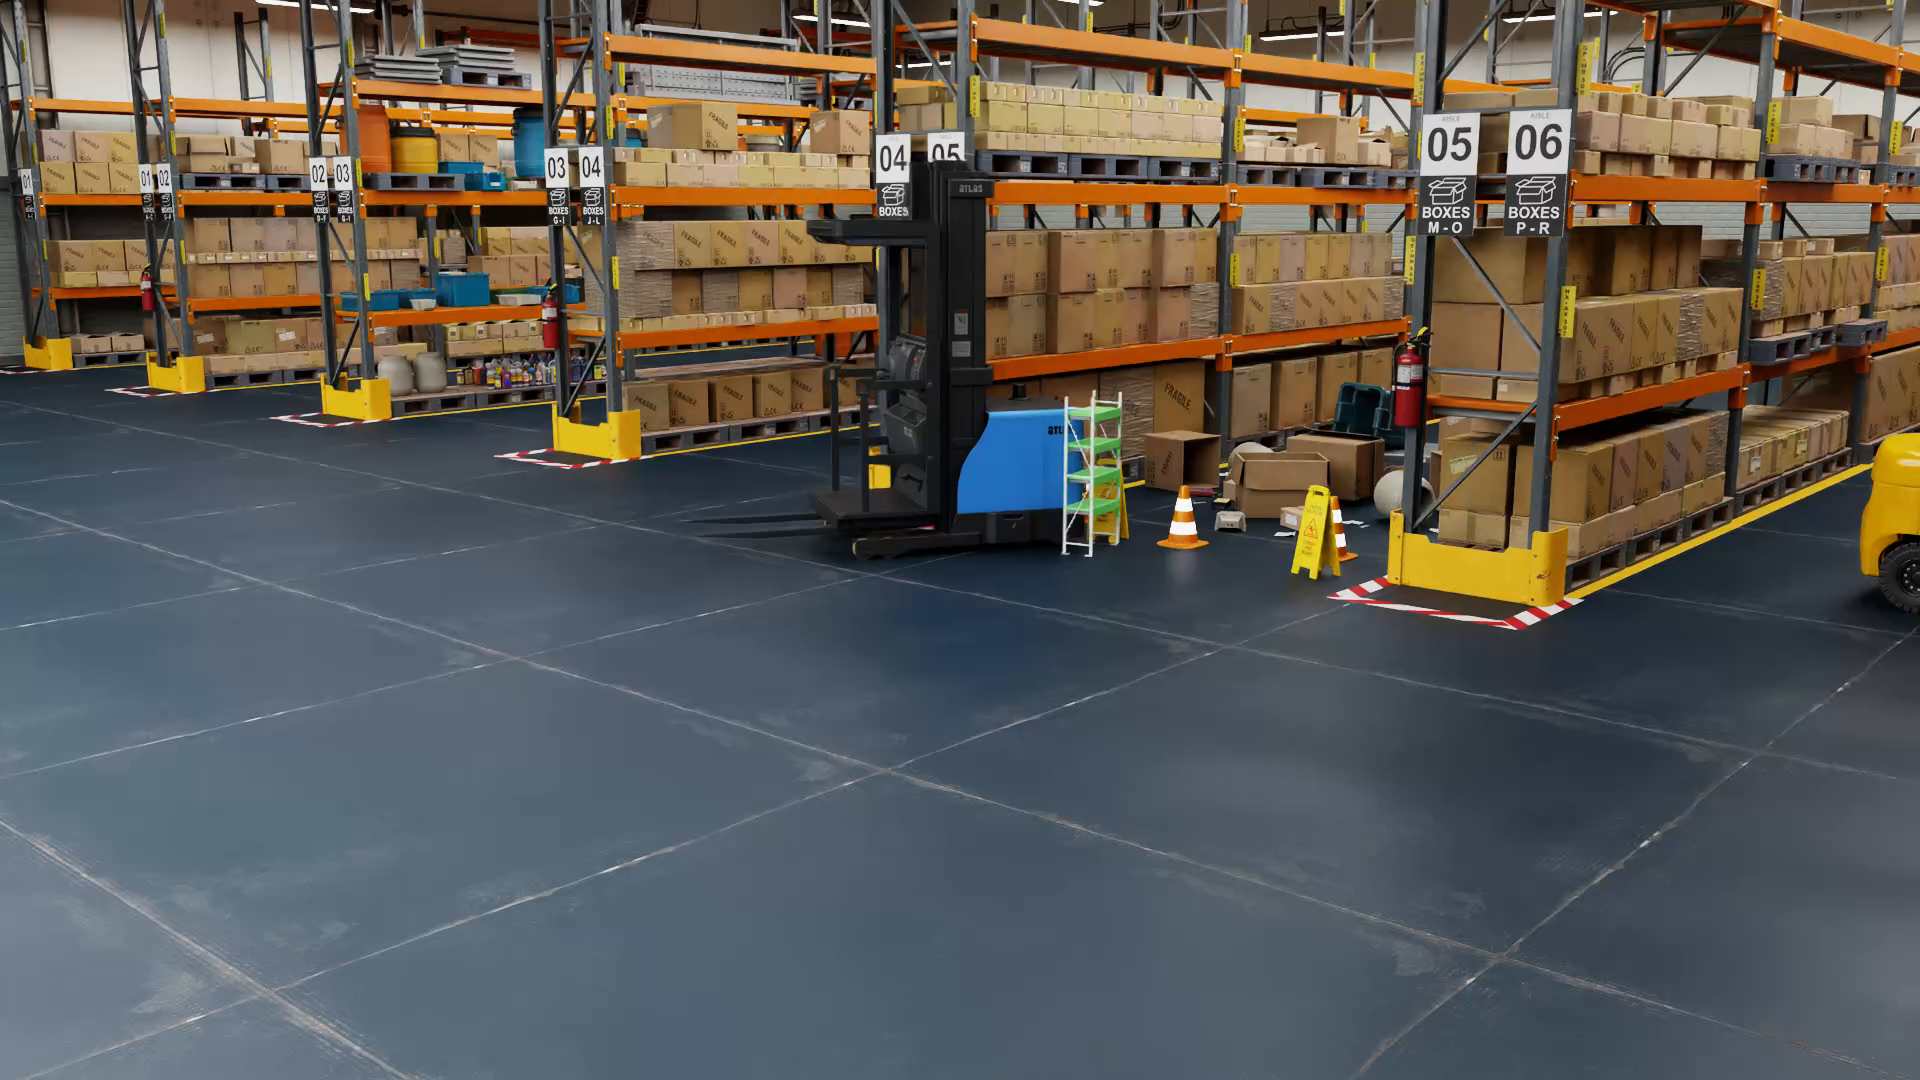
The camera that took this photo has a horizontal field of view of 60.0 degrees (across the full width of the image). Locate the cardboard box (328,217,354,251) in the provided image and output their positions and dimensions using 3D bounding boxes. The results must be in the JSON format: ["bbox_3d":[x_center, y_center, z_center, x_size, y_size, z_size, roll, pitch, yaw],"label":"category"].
[{"bbox_3d":[-9.703,-4.735,25.692,0.700,0.500,0.500,10,15,40],"label":"cardboard box"}]

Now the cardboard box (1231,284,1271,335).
[{"bbox_3d":[2.896,-2.418,17.404,0.500,0.500,0.500,10,15,41],"label":"cardboard box"}]

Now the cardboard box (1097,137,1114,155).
[{"bbox_3d":[1.174,-3.573,15.097,0.380,0.149,0.250,10,15,41],"label":"cardboard box"}]

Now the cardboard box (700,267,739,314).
[{"bbox_3d":[-2.967,-2.823,18.674,0.875,0.500,0.500,10,15,40],"label":"cardboard box"}]

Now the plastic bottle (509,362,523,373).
[{"bbox_3d":[-6.155,-2.332,23.060,0.152,0.276,0.135,10,15,40],"label":"plastic bottle"}]

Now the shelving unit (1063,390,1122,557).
[{"bbox_3d":[1.016,-0.517,12.737,0.258,1.200,0.503,6,13,29],"label":"shelving unit"}]

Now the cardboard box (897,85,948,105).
[{"bbox_3d":[-0.326,-3.825,14.324,0.380,0.149,0.250,10,15,41],"label":"cardboard box"}]

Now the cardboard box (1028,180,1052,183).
[{"bbox_3d":[0.881,-4.792,22.270,0.500,0.250,0.500,10,15,40],"label":"cardboard box"}]

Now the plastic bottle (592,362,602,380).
[{"bbox_3d":[-5.103,-2.393,23.347,0.061,0.283,0.133,11,16,43],"label":"plastic bottle"}]

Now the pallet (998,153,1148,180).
[{"bbox_3d":[0.993,-3.456,15.425,1.003,0.211,1.213,10,15,40],"label":"pallet"}]

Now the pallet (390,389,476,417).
[{"bbox_3d":[-7.118,-1.803,21.700,1.003,0.211,1.213,10,15,40],"label":"pallet"}]

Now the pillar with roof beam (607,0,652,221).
[{"bbox_3d":[-4.148,-8.681,33.700,9.100,9.000,0.548,10,15,40],"label":"pillar with roof beam"}]

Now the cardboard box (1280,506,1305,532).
[{"bbox_3d":[2.839,-0.169,13.676,0.250,0.149,0.380,-4,12,-18],"label":"cardboard box"}]

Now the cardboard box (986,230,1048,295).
[{"bbox_3d":[0.274,-2.484,14.847,0.875,0.550,0.550,10,15,40],"label":"cardboard box"}]

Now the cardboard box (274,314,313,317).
[{"bbox_3d":[-10.281,-3.241,25.811,0.500,0.500,0.500,10,15,40],"label":"cardboard box"}]

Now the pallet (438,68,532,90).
[{"bbox_3d":[-6.361,-5.971,21.634,1.003,0.211,1.213,10,15,40],"label":"pallet"}]

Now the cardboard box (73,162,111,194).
[{"bbox_3d":[-14.325,-5.936,27.310,0.500,0.500,0.500,-11,16,-44],"label":"cardboard box"}]

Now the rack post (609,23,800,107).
[{"bbox_3d":[-3.798,-6.964,24.591,1.013,1.000,3.121,10,15,40],"label":"rack post"}]

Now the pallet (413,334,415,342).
[{"bbox_3d":[-11.157,-3.832,31.856,1.003,0.211,1.213,10,15,40],"label":"pallet"}]

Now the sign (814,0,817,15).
[{"bbox_3d":[-1.733,-6.531,20.146,0.100,0.325,0.005,10,15,40],"label":"sign"}]

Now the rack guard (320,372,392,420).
[{"bbox_3d":[-7.659,-1.826,21.077,1.175,0.500,0.348,10,15,40],"label":"rack guard"}]

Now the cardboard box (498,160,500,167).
[{"bbox_3d":[-9.563,-7.306,33.093,0.700,0.500,0.500,8,14,36],"label":"cardboard box"}]

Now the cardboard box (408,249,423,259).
[{"bbox_3d":[-8.770,-4.563,26.489,0.380,0.149,0.250,10,15,40],"label":"cardboard box"}]

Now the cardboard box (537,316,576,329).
[{"bbox_3d":[-6.945,-3.725,28.719,0.500,0.311,0.500,10,15,40],"label":"cardboard box"}]

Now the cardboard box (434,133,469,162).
[{"bbox_3d":[-8.315,-6.321,26.937,0.500,0.500,0.500,10,15,41],"label":"cardboard box"}]

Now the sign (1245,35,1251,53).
[{"bbox_3d":[4.384,-7.530,25.350,0.100,0.325,0.005,10,15,40],"label":"sign"}]

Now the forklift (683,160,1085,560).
[{"bbox_3d":[-0.600,-1.401,12.743,3.031,2.935,1.130,-3,12,-17],"label":"forklift"}]

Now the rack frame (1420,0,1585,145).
[{"bbox_3d":[3.491,-4.055,10.537,1.000,3.000,0.127,10,15,40],"label":"rack frame"}]

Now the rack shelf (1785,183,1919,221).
[{"bbox_3d":[10.092,-3.702,18.267,1.077,0.370,4.000,10,15,40],"label":"rack shelf"}]

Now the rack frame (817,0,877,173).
[{"bbox_3d":[-1.312,-5.925,19.898,1.000,3.000,0.127,10,15,40],"label":"rack frame"}]

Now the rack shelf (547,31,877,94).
[{"bbox_3d":[-2.633,-5.276,18.496,1.077,0.370,4.000,10,15,40],"label":"rack shelf"}]

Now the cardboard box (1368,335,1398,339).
[{"bbox_3d":[5.567,-2.473,21.330,0.500,0.250,0.500,10,15,41],"label":"cardboard box"}]

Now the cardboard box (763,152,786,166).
[{"bbox_3d":[-2.176,-4.296,18.767,0.380,0.149,0.250,11,16,43],"label":"cardboard box"}]

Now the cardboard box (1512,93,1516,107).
[{"bbox_3d":[3.692,-2.973,11.383,0.380,0.149,0.250,10,15,41],"label":"cardboard box"}]

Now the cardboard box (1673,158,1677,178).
[{"bbox_3d":[5.060,-2.748,12.295,0.380,0.149,0.250,10,15,40],"label":"cardboard box"}]

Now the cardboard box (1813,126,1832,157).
[{"bbox_3d":[7.153,-3.414,14.296,0.500,0.250,0.500,10,15,40],"label":"cardboard box"}]

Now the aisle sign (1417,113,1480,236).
[{"bbox_3d":[3.232,-2.416,11.012,0.394,0.787,0.004,10,15,40],"label":"aisle sign"}]

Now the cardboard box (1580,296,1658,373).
[{"bbox_3d":[4.687,-1.493,12.015,0.500,0.500,0.500,9,15,39],"label":"cardboard box"}]

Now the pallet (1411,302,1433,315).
[{"bbox_3d":[5.377,-2.940,20.760,1.213,0.211,1.003,10,15,40],"label":"pallet"}]

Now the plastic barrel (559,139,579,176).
[{"bbox_3d":[-5.465,-5.317,23.156,0.421,0.512,0.421,0,11,0],"label":"plastic barrel"}]

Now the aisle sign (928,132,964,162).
[{"bbox_3d":[-0.115,-2.964,13.753,0.394,0.787,0.004,10,15,40],"label":"aisle sign"}]

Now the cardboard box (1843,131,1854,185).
[{"bbox_3d":[8.139,-3.672,16.022,0.700,0.500,0.500,10,15,40],"label":"cardboard box"}]

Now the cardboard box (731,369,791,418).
[{"bbox_3d":[-2.330,-1.722,19.486,0.500,0.500,0.500,8,14,35],"label":"cardboard box"}]

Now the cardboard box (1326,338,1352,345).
[{"bbox_3d":[6.246,-3.808,28.969,0.875,0.875,0.875,10,15,40],"label":"cardboard box"}]

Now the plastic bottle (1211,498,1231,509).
[{"bbox_3d":[2.315,-0.326,14.688,0.133,0.061,0.283,4,12,21],"label":"plastic bottle"}]

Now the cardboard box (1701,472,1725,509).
[{"bbox_3d":[5.943,-0.437,13.690,0.500,0.250,0.500,11,16,43],"label":"cardboard box"}]

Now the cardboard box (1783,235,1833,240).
[{"bbox_3d":[8.917,-2.939,17.460,0.500,0.500,0.500,9,15,39],"label":"cardboard box"}]

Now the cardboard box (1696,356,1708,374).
[{"bbox_3d":[5.758,-1.426,13.332,0.380,0.149,0.250,10,15,41],"label":"cardboard box"}]

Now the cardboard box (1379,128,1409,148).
[{"bbox_3d":[5.386,-4.981,20.622,0.396,0.266,0.258,10,15,40],"label":"cardboard box"}]

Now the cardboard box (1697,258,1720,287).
[{"bbox_3d":[6.264,-2.200,14.480,0.500,0.500,0.500,9,15,39],"label":"cardboard box"}]

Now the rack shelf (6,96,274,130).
[{"bbox_3d":[-13.795,-7.197,28.115,1.077,0.370,4.000,10,15,40],"label":"rack shelf"}]

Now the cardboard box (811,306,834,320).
[{"bbox_3d":[-1.697,-2.674,19.582,0.380,0.149,0.250,10,15,40],"label":"cardboard box"}]

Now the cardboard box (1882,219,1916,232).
[{"bbox_3d":[11.377,-3.822,20.226,0.380,0.149,0.250,9,15,39],"label":"cardboard box"}]

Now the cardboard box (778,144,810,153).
[{"bbox_3d":[-3.178,-7.528,32.776,0.700,0.500,0.500,10,15,40],"label":"cardboard box"}]

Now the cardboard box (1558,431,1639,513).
[{"bbox_3d":[4.589,-0.502,12.100,0.500,0.500,0.500,9,14,38],"label":"cardboard box"}]

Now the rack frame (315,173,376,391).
[{"bbox_3d":[-7.673,-3.035,20.746,1.000,3.000,0.127,10,15,40],"label":"rack frame"}]

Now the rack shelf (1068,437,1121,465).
[{"bbox_3d":[1.016,-0.690,12.702,0.258,0.148,0.480,6,13,29],"label":"rack shelf"}]

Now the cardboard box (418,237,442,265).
[{"bbox_3d":[-10.486,-5.601,32.217,0.700,0.500,0.500,8,14,35],"label":"cardboard box"}]
